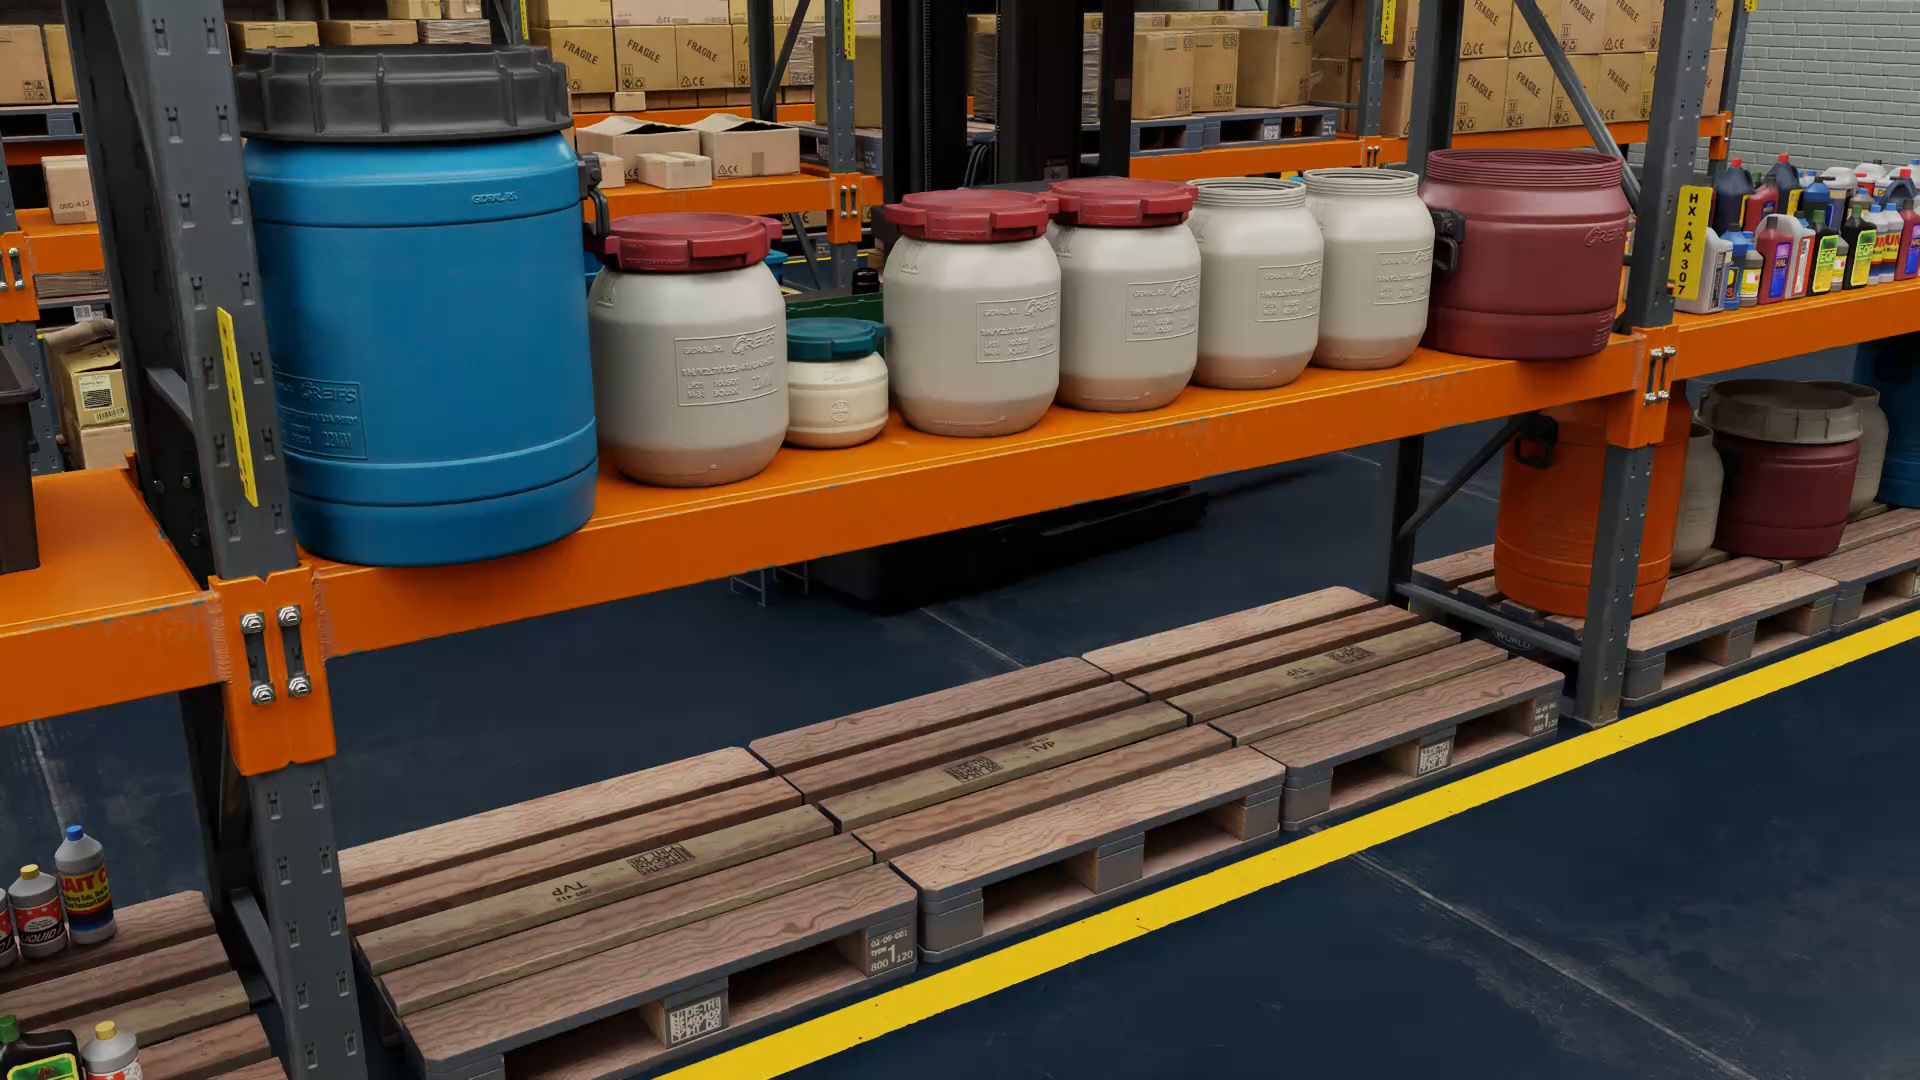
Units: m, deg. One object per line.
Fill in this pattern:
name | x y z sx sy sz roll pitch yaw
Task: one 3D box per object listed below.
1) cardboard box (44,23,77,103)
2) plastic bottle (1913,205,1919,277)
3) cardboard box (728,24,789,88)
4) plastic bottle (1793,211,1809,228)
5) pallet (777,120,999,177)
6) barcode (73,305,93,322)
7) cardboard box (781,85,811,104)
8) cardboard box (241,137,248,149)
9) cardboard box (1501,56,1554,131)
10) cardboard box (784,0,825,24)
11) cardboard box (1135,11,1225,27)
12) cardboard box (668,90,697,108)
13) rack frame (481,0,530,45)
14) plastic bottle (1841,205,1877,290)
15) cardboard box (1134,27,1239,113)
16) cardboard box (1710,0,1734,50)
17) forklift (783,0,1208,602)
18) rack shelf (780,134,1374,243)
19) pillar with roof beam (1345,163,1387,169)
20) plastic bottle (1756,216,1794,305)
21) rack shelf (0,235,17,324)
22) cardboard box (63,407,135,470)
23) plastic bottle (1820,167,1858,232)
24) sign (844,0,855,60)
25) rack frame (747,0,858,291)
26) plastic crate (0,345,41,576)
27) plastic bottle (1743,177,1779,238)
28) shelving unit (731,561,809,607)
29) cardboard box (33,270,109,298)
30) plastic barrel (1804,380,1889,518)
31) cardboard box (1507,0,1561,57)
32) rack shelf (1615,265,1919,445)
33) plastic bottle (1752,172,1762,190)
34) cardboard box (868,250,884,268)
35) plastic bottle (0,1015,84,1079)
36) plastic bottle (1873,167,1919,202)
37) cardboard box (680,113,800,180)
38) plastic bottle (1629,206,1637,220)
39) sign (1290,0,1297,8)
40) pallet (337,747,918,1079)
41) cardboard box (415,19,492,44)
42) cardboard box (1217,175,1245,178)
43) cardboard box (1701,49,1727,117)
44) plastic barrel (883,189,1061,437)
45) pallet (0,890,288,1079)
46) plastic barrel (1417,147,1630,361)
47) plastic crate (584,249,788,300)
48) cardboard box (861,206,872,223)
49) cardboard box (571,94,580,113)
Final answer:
cardboard box | -6.037 -3.322 11.545 0.500 0.500 0.700 -9 21 -26
plastic bottle | 3.453 -1.089 5.984 0.097 0.271 0.097 0 19 0
cardboard box | -1.777 -4.080 13.976 0.500 0.500 0.500 -11 22 -30
plastic bottle | 2.841 -0.984 5.672 0.097 0.271 0.097 0 19 0
pallet | -0.356 -2.317 9.714 1.003 0.211 1.213 -12 22 -31
barcode | -3.782 -0.978 7.170 0.075 0.075 0.001 -12 22 -31
cardboard box | -1.482 -3.842 14.286 0.250 0.149 0.380 -13 22 -33
cardboard box | -3.134 -1.836 7.836 0.500 0.500 0.500 -10 21 -28
cardboard box | 3.877 -3.217 11.921 0.500 0.500 0.500 -12 22 -32
cardboard box | -1.378 -4.524 14.119 0.500 0.250 0.500 -11 22 -30
cardboard box | 2.048 -4.922 16.651 0.700 0.700 0.980 -12 22 -32
cardboard box | -2.371 -3.672 13.784 0.250 0.149 0.380 -11 22 -30
rack frame | -3.611 -3.594 13.192 0.127 3.000 1.000 -12 22 -31
plastic bottle | 3.093 -1.012 5.737 0.133 0.283 0.061 -12 22 -31
cardboard box | 1.399 -3.059 10.797 0.500 0.500 0.700 -8 20 -23
cardboard box | 5.577 -4.048 12.817 0.500 0.500 0.500 -12 22 -32
forklift | 0.475 -1.519 7.161 3.031 2.935 1.130 -15 24 -38
rack shelf | 0.787 -2.281 10.432 4.000 0.370 1.077 -12 22 -31
pillar with roof beam | 7.217 -7.401 15.084 0.400 9.000 9.100 -12 22 -31
plastic bottle | 2.676 -0.924 5.477 0.133 0.283 0.061 -12 22 -31
rack shelf | -5.895 -0.872 6.264 4.000 0.370 1.077 -12 22 -31
cardboard box | -3.751 -0.466 7.578 0.500 0.250 0.500 -13 22 -33
plastic bottle | 3.615 -1.406 6.915 0.135 0.276 0.152 -12 22 -31
sign | -0.576 -2.670 8.652 0.005 0.325 0.100 -12 22 -31
rack frame | -0.884 -2.270 9.275 0.127 3.000 1.000 -12 22 -31
plastic crate | -2.010 -0.152 3.107 0.504 0.338 0.767 -12 22 -31
plastic bottle | 3.129 -1.269 6.498 0.133 0.283 0.061 -12 22 -31
shelving unit | -0.757 -0.215 6.476 0.210 0.900 0.258 -15 24 -38
cardboard box | -6.346 -2.048 11.834 0.500 0.500 0.700 -11 22 -30
plastic barrel | 3.602 -0.377 6.907 0.421 0.512 0.421 0 19 0
cardboard box | 3.866 -3.684 11.742 0.500 0.500 0.500 -13 22 -33
rack shelf | 3.508 -0.956 6.511 4.000 0.370 1.077 -12 22 -31
plastic bottle | 3.161 -1.332 6.682 0.133 0.283 0.061 -12 22 -31
cardboard box | -0.232 -1.521 10.278 0.500 0.500 0.500 -11 22 -29
plastic bottle | -1.724 1.012 3.123 0.133 0.283 0.061 -11 21 -29
plastic bottle | 3.892 -1.406 6.915 0.135 0.276 0.152 -12 22 -31
cardboard box | -1.212 -2.175 9.134 0.500 0.311 0.500 -10 21 -28
plastic bottle | 2.565 -1.193 6.291 0.097 0.271 0.097 0 19 0
sign | 3.357 -5.516 16.700 0.005 0.325 0.100 -12 22 -31
pallet | -0.869 0.933 4.156 1.213 0.211 1.003 -12 22 -31
cardboard box | -3.998 -3.764 12.853 0.500 0.500 0.700 -15 24 -38
cardboard box | 2.541 -3.868 17.249 0.500 0.500 0.700 -12 22 -31
cardboard box | 5.573 -3.574 12.978 0.500 0.500 0.500 -11 22 -30
plastic barrel | 0.029 -0.543 3.955 0.433 0.535 0.433 0 19 0
pallet | -2.087 1.189 3.399 1.213 0.211 1.003 -12 22 -31
plastic barrel | 1.616 -0.846 4.850 0.708 0.536 0.600 -12 22 -31
plastic crate | -0.753 -0.509 4.093 0.575 0.384 0.392 -12 22 -31
cardboard box | -0.742 -3.330 15.112 0.750 0.750 0.750 -12 22 -31
cardboard box | -3.209 -3.480 13.217 0.250 0.149 0.380 -12 22 -32
